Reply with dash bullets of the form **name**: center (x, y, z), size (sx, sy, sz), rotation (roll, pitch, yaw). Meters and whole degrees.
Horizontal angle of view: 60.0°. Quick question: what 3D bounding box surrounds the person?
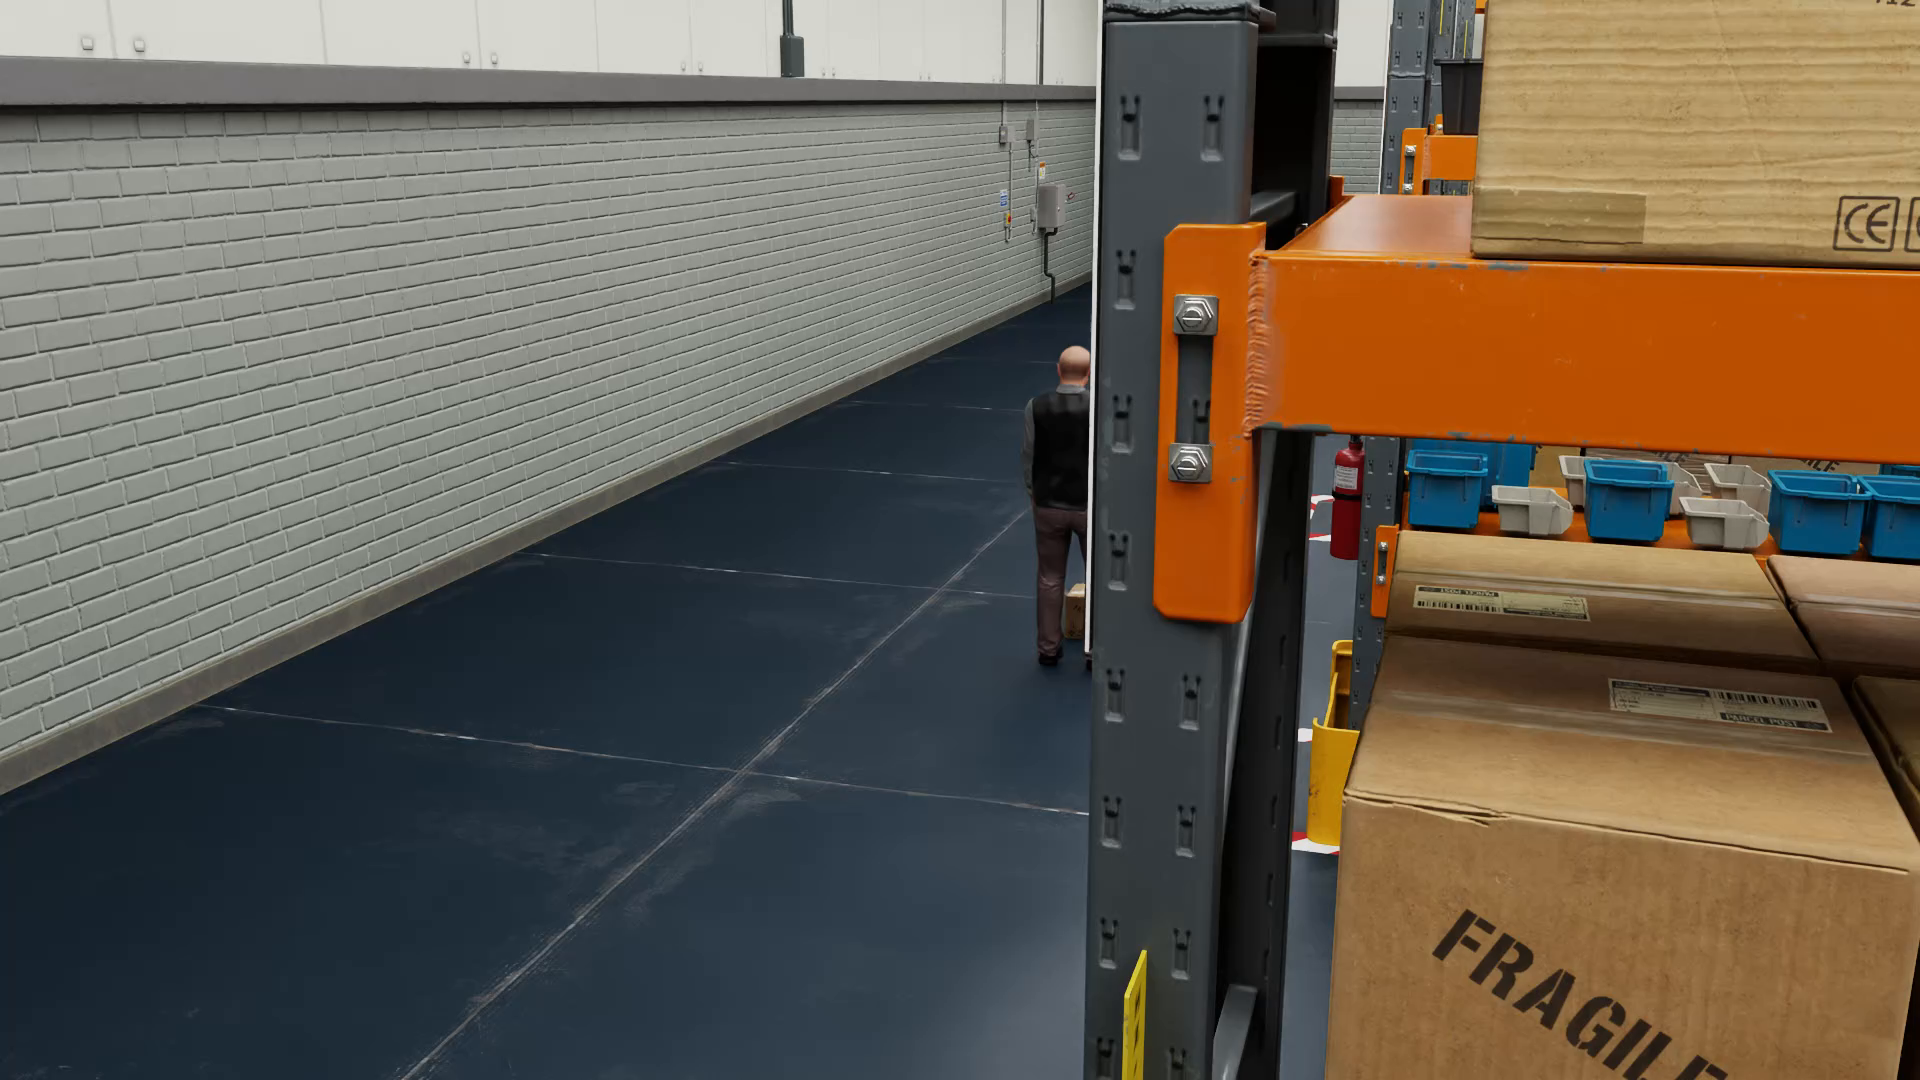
- **person**: center (0.580, -0.164, 8.745), size (0.546, 1.697, 0.385), rotation (5, 16, 17)
